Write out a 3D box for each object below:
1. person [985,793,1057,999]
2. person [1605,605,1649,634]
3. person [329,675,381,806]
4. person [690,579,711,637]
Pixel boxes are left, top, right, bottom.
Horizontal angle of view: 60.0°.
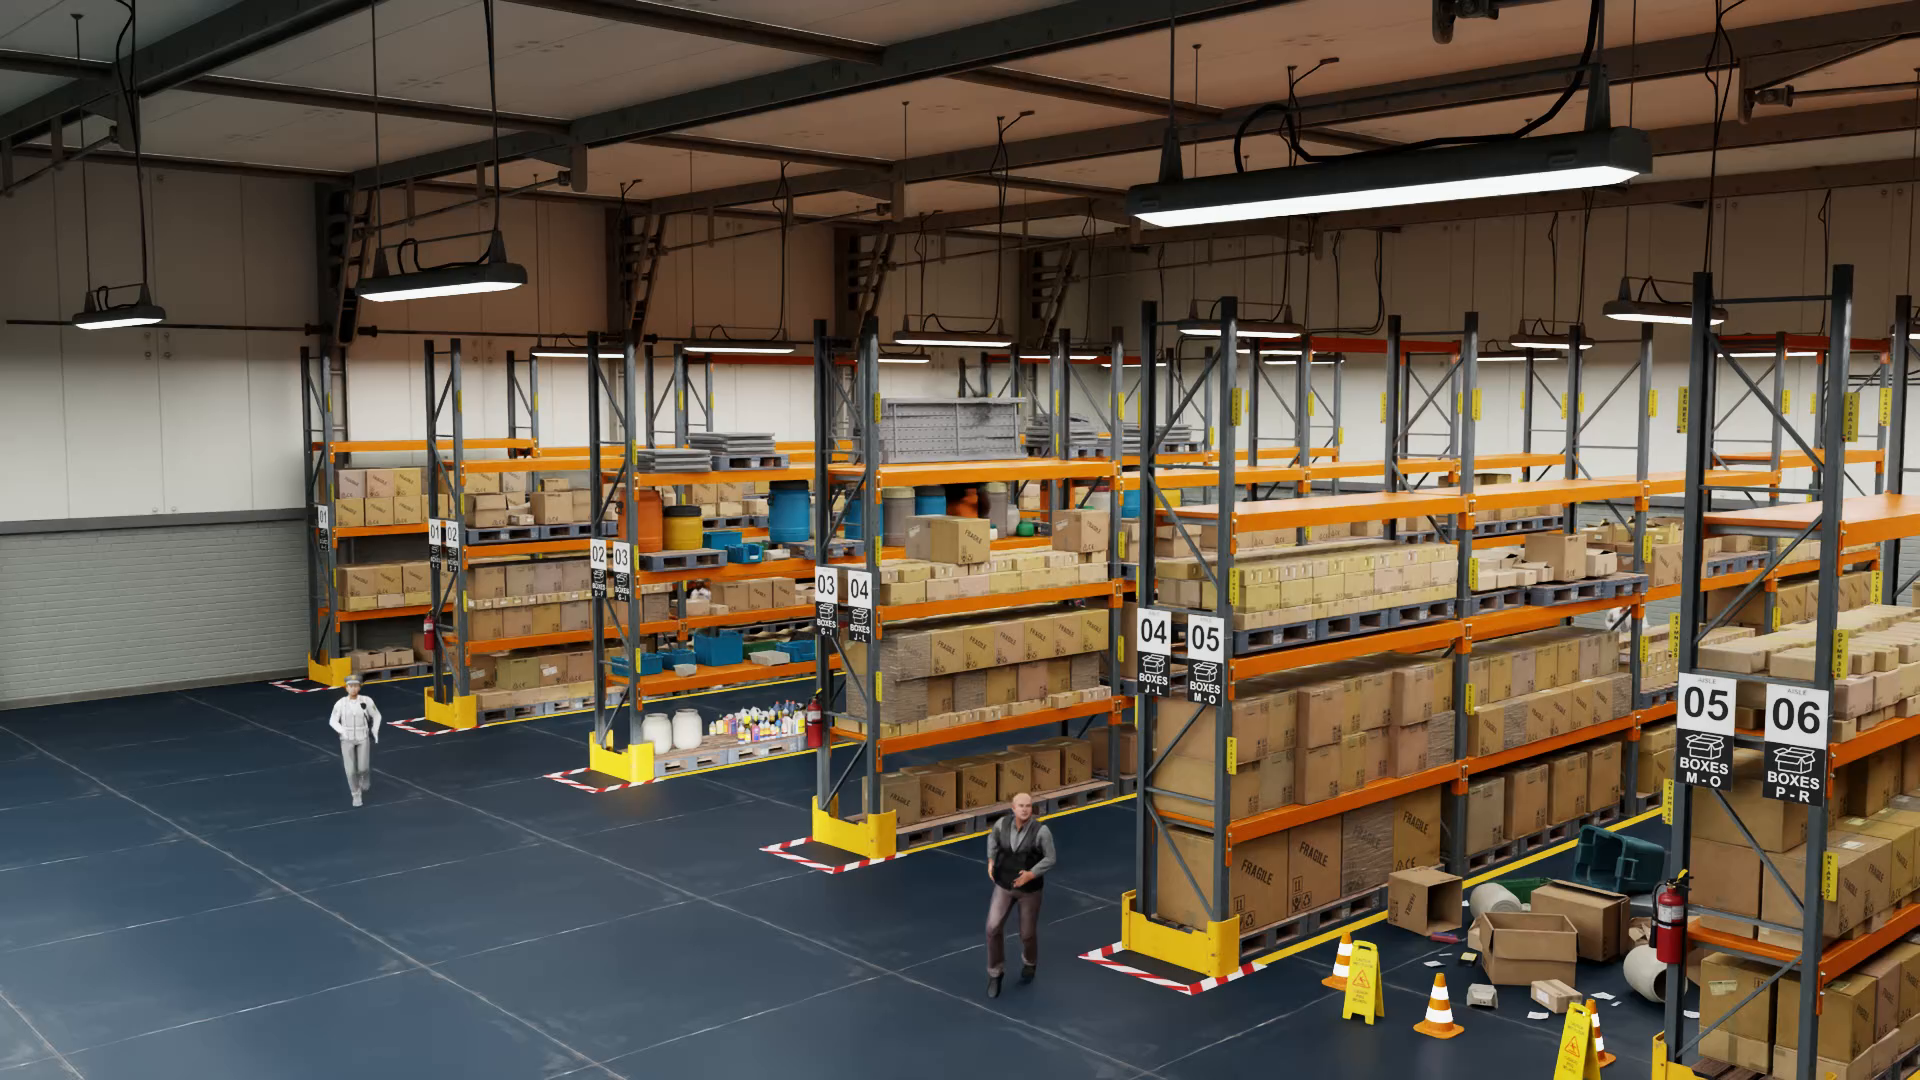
[{"bbox_3d":[0.515,3.054,14.435,0.661,1.755,0.720,1,5,16],"label":"person"},{"bbox_3d":[11.247,1.827,28.102,0.716,1.764,0.968,3,6,29],"label":"person"},{"bbox_3d":[-7.599,2.511,20.917,0.614,1.658,0.526,-2,5,-19],"label":"person"},{"bbox_3d":[-5.003,1.528,31.857,0.558,1.728,0.667,4,6,37],"label":"person"}]
